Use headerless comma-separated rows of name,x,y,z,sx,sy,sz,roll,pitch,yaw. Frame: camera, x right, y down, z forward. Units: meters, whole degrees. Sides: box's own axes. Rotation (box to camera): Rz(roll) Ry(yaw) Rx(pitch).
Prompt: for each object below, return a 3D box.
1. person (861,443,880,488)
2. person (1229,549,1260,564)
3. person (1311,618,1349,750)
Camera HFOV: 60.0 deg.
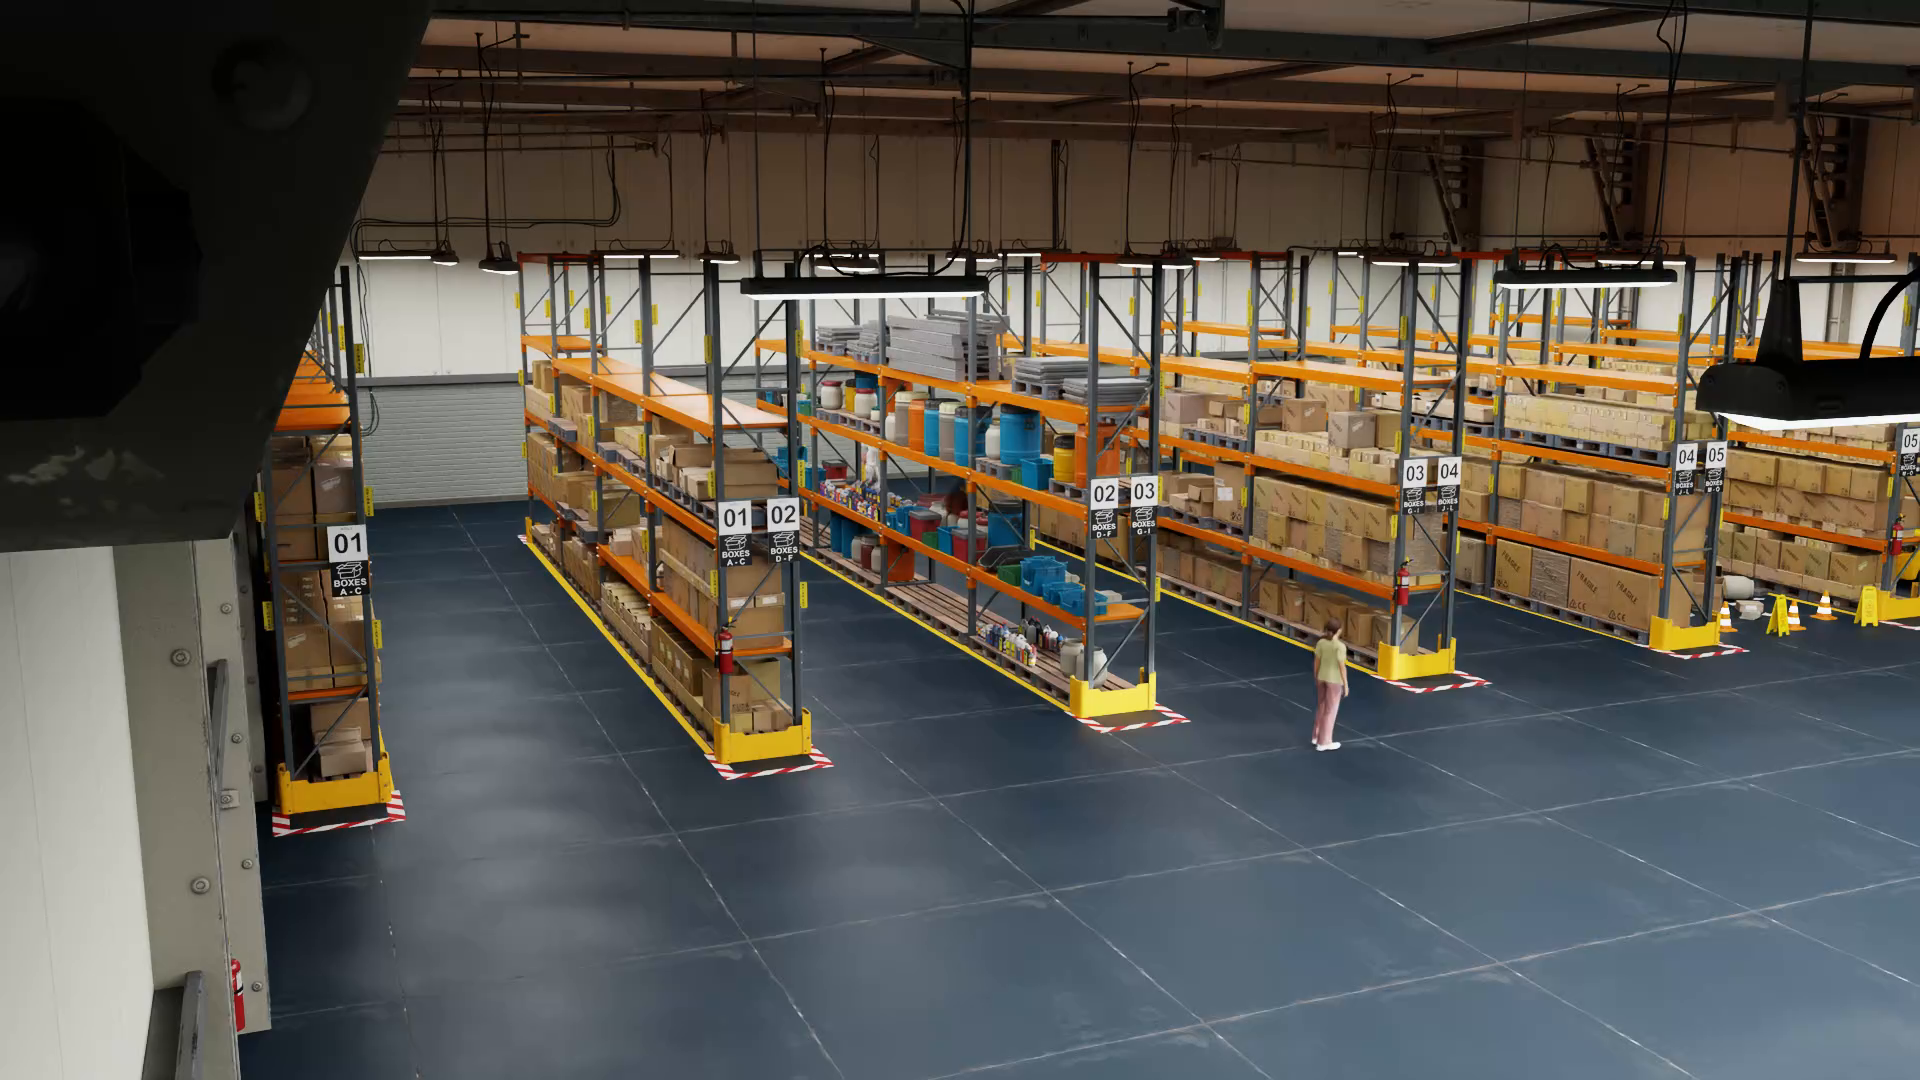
person,-2.219,-1.793,39.950,0.902,1.742,0.601,1,10,5
person,5.490,-0.251,31.636,0.722,1.727,1.027,-5,11,-24
person,4.626,1.806,20.668,0.407,1.711,0.531,-7,13,-35
